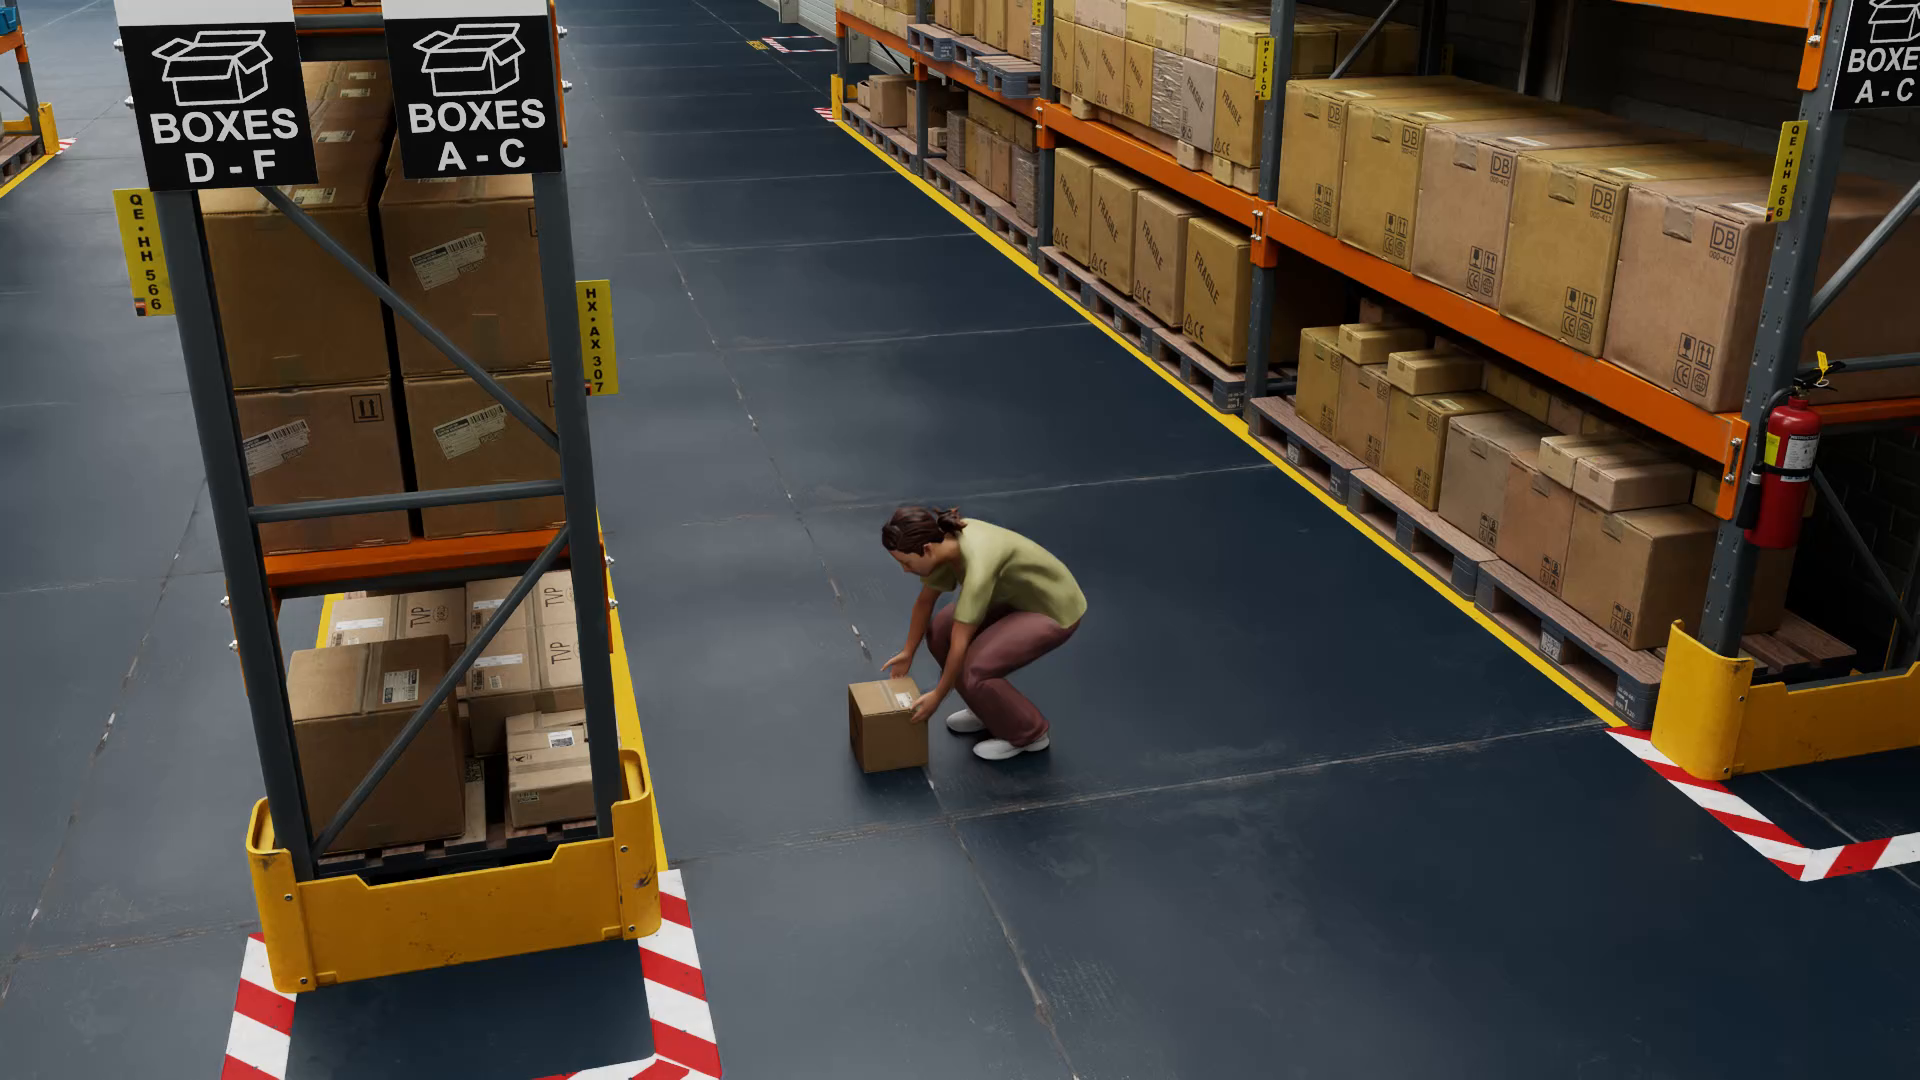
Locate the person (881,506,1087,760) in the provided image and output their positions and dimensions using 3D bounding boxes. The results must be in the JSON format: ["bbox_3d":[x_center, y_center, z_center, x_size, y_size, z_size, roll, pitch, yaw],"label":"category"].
[{"bbox_3d":[0.091,0.318,6.187,0.777,1.023,0.491,-6,24,-14],"label":"person"}]
